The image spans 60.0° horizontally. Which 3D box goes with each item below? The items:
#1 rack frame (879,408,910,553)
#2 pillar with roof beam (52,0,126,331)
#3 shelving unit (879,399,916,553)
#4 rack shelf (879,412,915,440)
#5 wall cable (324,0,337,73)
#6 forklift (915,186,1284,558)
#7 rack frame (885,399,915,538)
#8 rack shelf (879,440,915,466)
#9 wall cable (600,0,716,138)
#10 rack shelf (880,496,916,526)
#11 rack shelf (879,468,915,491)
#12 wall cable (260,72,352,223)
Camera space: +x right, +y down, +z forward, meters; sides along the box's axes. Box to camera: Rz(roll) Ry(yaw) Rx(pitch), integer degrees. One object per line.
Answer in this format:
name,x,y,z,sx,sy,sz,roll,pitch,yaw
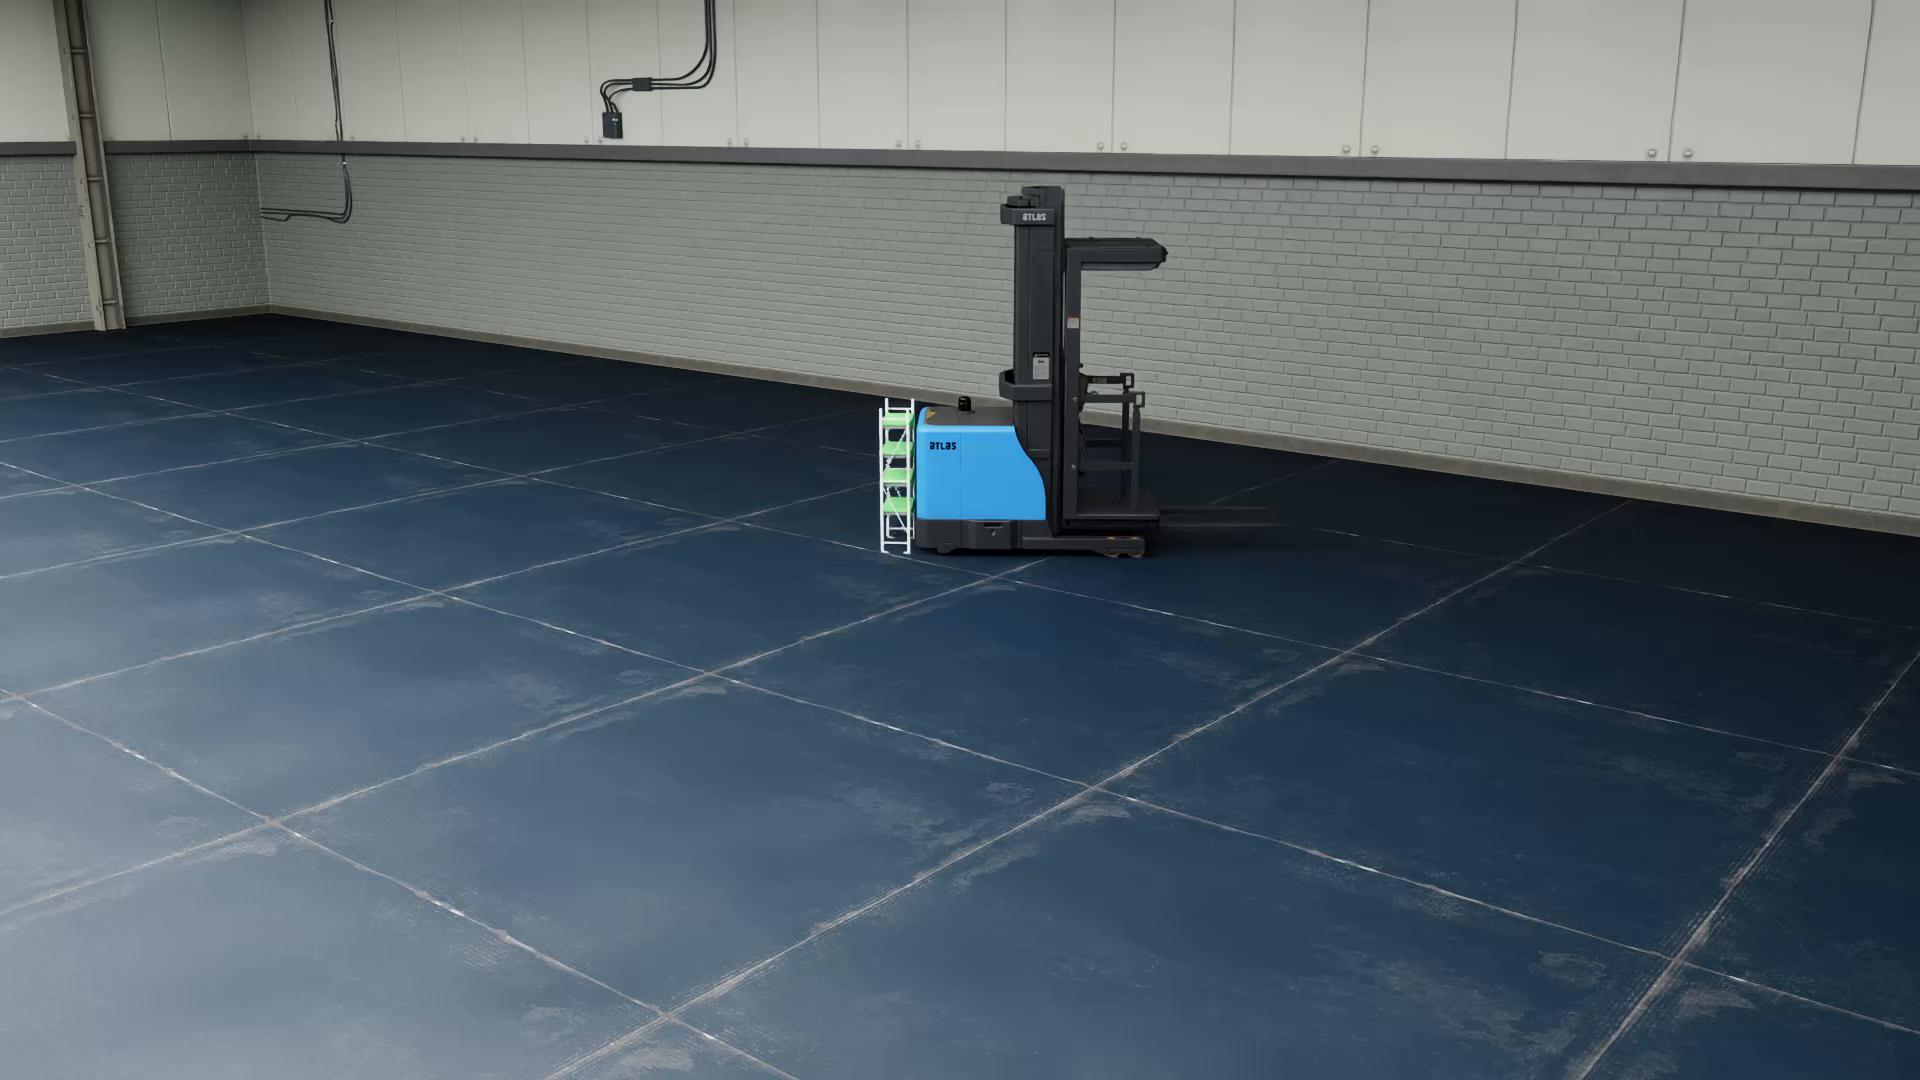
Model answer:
rack frame,-0.531,-0.479,13.570,0.240,1.200,0.015,1,14,3
pillar with roof beam,-11.083,-7.282,24.511,9.100,9.000,0.400,11,18,38
shelving unit,-0.518,-0.539,13.806,0.258,1.200,0.503,1,14,3
rack shelf,-0.518,-0.942,13.704,0.258,0.148,0.480,1,14,3
wall cable,-9.447,-8.832,26.662,3.097,2.526,0.112,11,18,38
forklift,1.155,-1.408,13.714,3.031,2.935,1.130,0,14,1
rack frame,-0.505,-0.599,14.043,0.240,1.200,0.015,1,14,3
rack shelf,-0.518,-0.709,13.763,0.258,0.148,0.480,1,14,3
wall cable,-4.178,-8.484,22.335,2.305,6.003,0.169,11,18,38
rack shelf,-0.518,-0.244,13.881,0.258,0.148,0.480,1,14,3
rack shelf,-0.518,-0.477,13.822,0.258,0.148,0.480,1,14,3
wall cable,-11.552,-6.803,28.931,3.097,2.526,0.112,11,18,38
